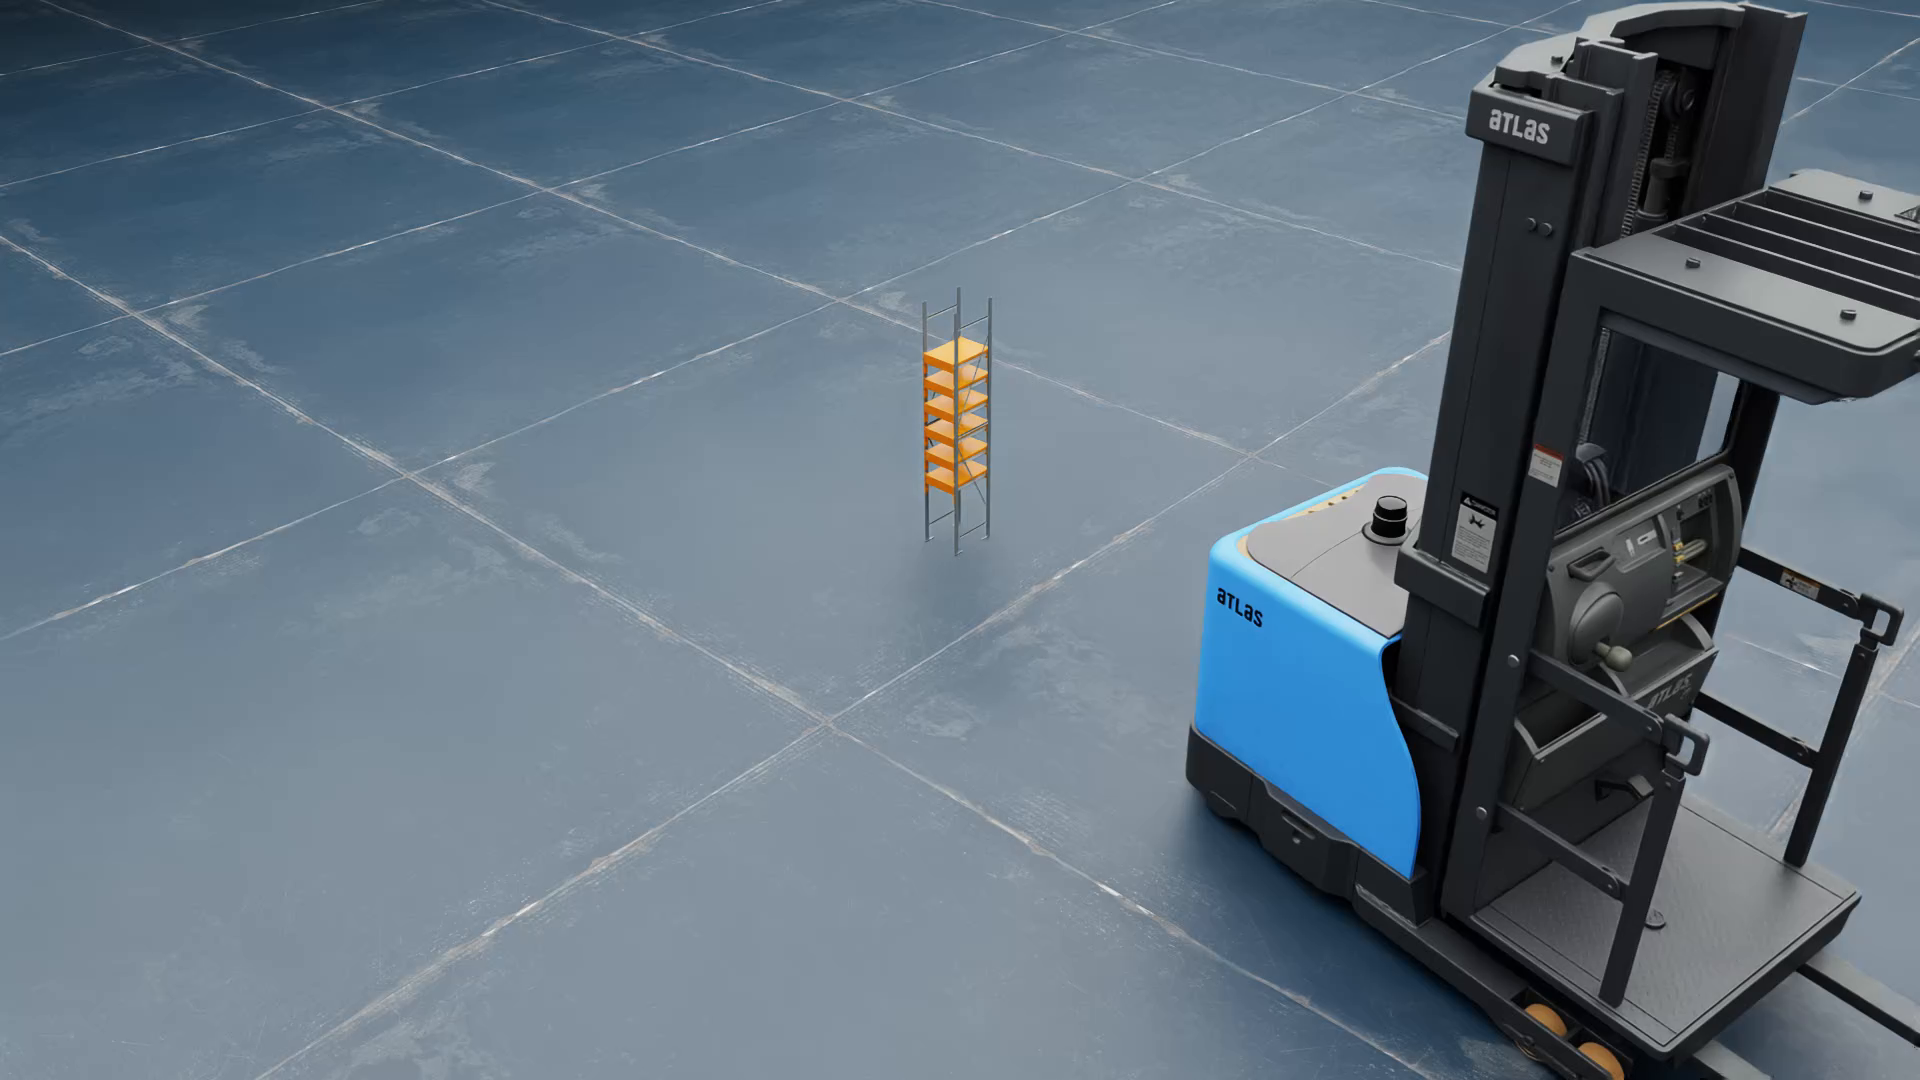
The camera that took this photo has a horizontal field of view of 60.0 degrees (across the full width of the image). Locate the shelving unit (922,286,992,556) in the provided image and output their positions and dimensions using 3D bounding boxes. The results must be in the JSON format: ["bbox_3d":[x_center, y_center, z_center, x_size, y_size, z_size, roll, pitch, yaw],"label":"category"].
[{"bbox_3d":[-0.011,-0.519,7.449,0.189,1.200,0.258,25,39,35],"label":"shelving unit"}]

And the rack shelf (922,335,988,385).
[{"bbox_3d":[-0.011,-0.789,7.286,0.180,0.103,0.258,25,39,35],"label":"rack shelf"}]

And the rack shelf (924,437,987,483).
[{"bbox_3d":[-0.011,-0.378,7.534,0.180,0.103,0.258,25,39,35],"label":"rack shelf"}]

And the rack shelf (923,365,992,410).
[{"bbox_3d":[-0.011,-0.687,7.348,0.180,0.103,0.258,25,39,35],"label":"rack shelf"}]

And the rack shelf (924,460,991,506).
[{"bbox_3d":[-0.011,-0.275,7.596,0.180,0.103,0.258,25,39,35],"label":"rack shelf"}]

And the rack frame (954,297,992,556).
[{"bbox_3d":[0.057,-0.487,7.396,0.006,1.200,0.240,25,39,35],"label":"rack frame"}]

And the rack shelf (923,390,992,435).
[{"bbox_3d":[-0.011,-0.584,7.410,0.180,0.103,0.258,25,39,35],"label":"rack shelf"}]

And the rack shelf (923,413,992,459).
[{"bbox_3d":[-0.011,-0.481,7.472,0.180,0.103,0.258,25,39,35],"label":"rack shelf"}]

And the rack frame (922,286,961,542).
[{"bbox_3d":[-0.079,-0.551,7.501,0.006,1.200,0.240,25,39,35],"label":"rack frame"}]

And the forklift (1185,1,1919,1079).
[{"bbox_3d":[2.122,0.129,4.694,1.130,2.935,3.031,-21,37,-31],"label":"forklift"}]
